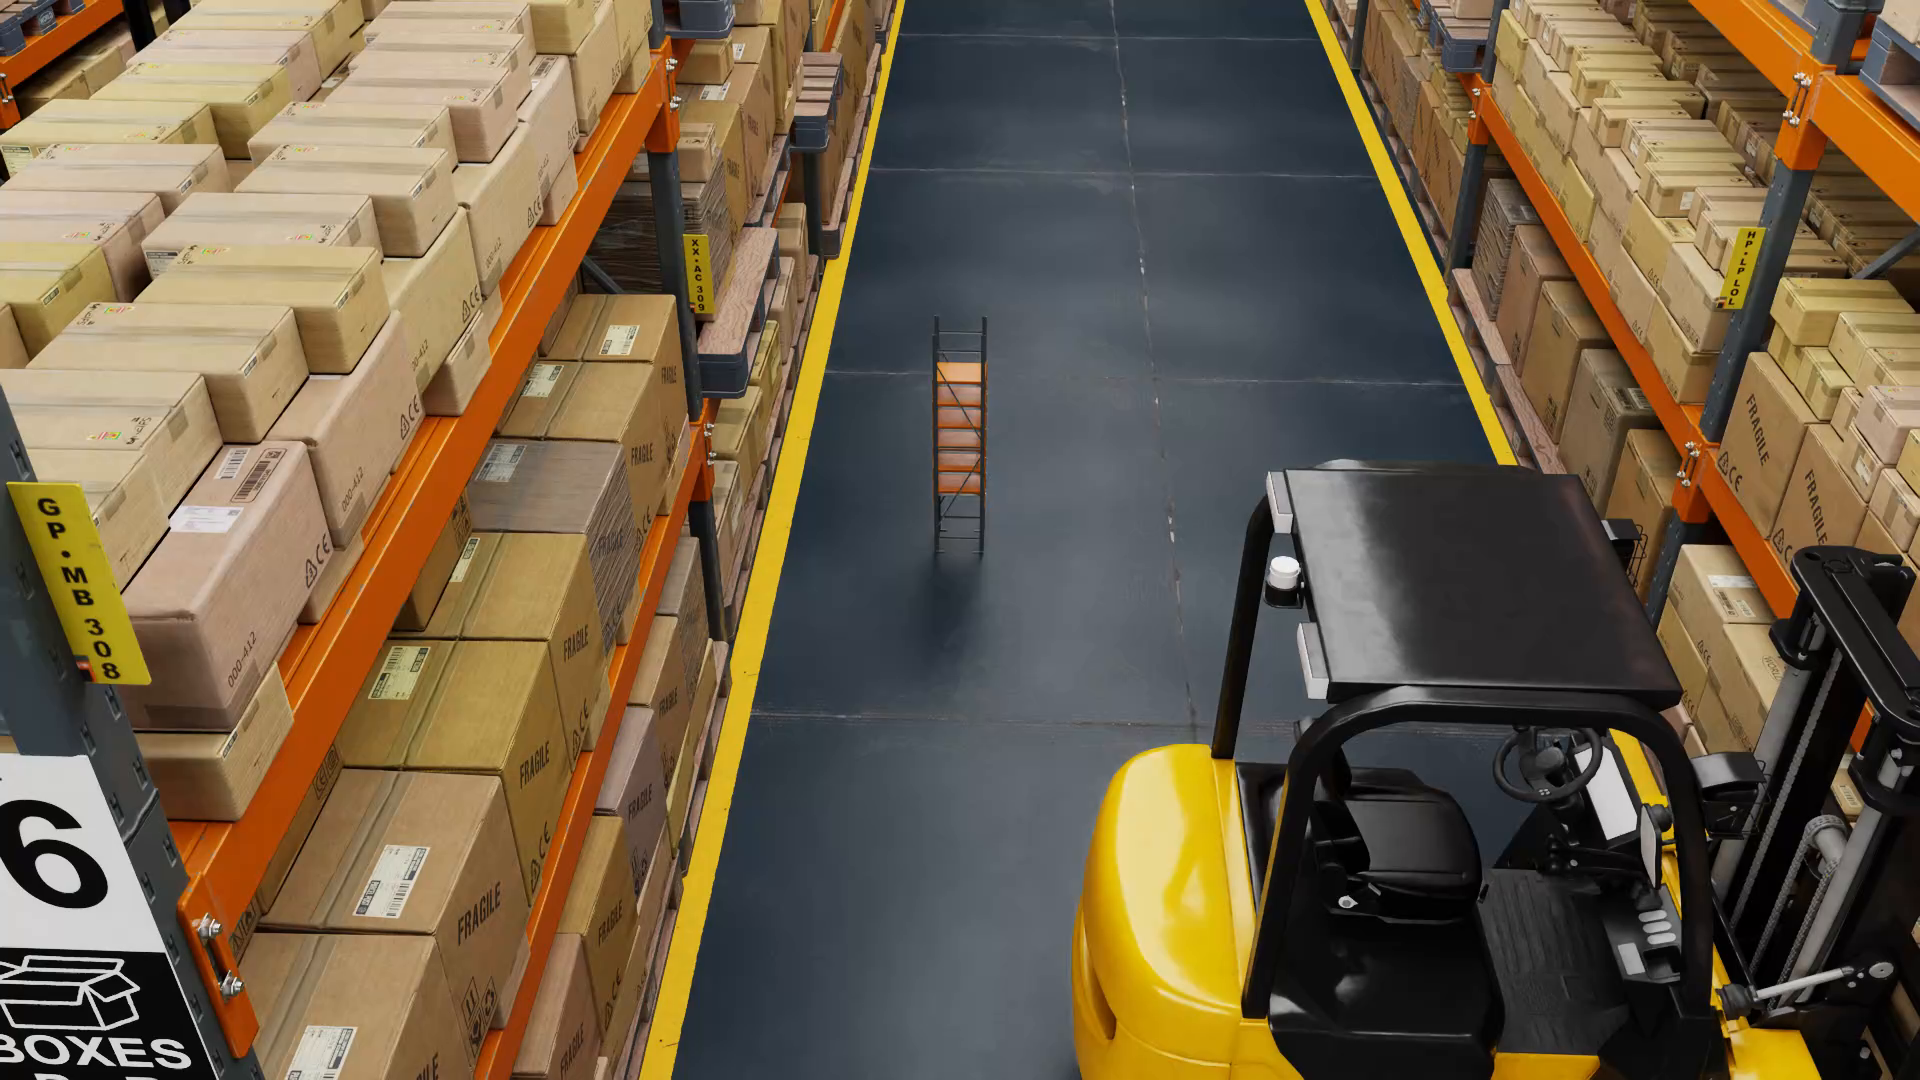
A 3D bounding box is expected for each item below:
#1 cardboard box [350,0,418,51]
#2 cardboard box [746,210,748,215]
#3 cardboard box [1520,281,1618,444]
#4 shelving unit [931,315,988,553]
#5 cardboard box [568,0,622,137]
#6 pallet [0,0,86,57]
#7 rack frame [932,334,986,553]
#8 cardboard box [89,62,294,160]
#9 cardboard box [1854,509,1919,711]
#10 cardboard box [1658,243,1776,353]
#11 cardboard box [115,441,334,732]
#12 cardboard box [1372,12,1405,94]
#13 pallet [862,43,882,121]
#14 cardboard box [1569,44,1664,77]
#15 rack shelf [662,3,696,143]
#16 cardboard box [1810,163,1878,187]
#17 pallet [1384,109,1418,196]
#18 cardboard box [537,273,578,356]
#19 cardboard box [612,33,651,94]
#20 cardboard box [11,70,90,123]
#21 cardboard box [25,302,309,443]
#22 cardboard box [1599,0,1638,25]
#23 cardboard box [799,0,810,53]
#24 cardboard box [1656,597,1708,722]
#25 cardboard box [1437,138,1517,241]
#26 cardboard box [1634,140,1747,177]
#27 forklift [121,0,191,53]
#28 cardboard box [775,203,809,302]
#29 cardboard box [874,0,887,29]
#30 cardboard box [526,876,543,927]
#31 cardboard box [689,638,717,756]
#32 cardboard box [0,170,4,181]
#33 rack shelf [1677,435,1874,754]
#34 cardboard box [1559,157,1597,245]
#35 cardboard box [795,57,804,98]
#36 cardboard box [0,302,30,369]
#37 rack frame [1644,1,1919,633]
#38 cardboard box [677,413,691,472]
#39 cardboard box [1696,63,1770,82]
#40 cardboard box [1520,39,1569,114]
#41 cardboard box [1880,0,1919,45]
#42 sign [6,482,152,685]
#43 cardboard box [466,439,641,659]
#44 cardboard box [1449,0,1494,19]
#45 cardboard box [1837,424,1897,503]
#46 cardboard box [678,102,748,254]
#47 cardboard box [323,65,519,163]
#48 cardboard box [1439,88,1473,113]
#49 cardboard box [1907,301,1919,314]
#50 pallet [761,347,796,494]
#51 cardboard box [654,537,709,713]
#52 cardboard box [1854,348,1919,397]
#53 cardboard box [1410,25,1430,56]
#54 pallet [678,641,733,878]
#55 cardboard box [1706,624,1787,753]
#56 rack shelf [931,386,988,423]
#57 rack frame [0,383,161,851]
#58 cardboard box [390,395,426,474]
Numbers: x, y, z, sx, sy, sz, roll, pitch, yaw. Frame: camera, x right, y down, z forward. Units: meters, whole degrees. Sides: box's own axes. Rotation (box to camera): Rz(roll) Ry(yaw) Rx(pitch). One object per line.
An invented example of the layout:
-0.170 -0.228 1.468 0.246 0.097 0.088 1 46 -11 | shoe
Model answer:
-1.840 -1.408 4.908 0.500 0.250 0.500 1 35 1 | cardboard box
-1.182 -1.639 7.827 0.380 0.149 0.250 2 35 2 | cardboard box
3.499 -0.929 8.663 0.875 0.625 0.625 0 35 0 | cardboard box
-0.001 -0.483 7.893 0.258 1.200 0.189 1 35 2 | shelving unit
-1.306 -1.401 4.898 0.500 0.250 0.500 1 35 1 | cardboard box
-6.405 -3.351 10.577 1.213 0.211 1.003 1 35 2 | pallet
-0.004 -0.430 7.818 0.240 1.200 0.006 1 35 2 | rack frame
-1.856 -1.046 4.045 0.380 0.149 0.250 2 35 3 | cardboard box
3.120 0.248 5.202 0.500 0.500 0.500 1 35 1 | cardboard box
3.186 -0.982 6.734 0.500 0.250 0.500 1 35 1 | cardboard box
-1.412 0.064 2.813 0.500 0.250 0.500 1 35 1 | cardboard box
3.488 -3.717 12.740 0.500 0.500 0.500 1 35 1 | cardboard box
-1.172 -3.674 13.294 1.003 0.211 1.213 1 35 2 | pallet
3.303 -2.382 8.379 0.380 0.149 0.250 2 35 2 | cardboard box
-1.457 -2.745 7.565 1.077 0.370 4.000 1 35 2 | rack shelf
3.714 -1.498 7.122 0.380 0.149 0.250 1 35 1 | cardboard box
3.702 -2.835 12.101 1.003 0.211 1.213 1 35 2 | pallet
-1.772 -0.987 5.831 0.700 0.500 0.500 1 35 1 | cardboard box
-1.245 -1.599 5.527 0.380 0.149 0.250 1 35 2 | cardboard box
-6.058 -2.864 10.873 0.500 0.250 0.500 0 35 0 | cardboard box
-1.414 -0.303 2.988 0.380 0.149 0.250 1 35 2 | cardboard box
3.772 -2.964 9.207 0.380 0.149 0.250 2 35 3 | cardboard box
-1.118 -3.028 9.239 0.500 0.500 0.500 0 35 1 | cardboard box
3.094 0.468 6.566 0.500 0.250 0.500 1 35 2 | cardboard box
3.385 -2.246 10.646 0.500 0.500 0.500 2 35 3 | cardboard box
3.220 -1.650 7.338 0.380 0.149 0.250 1 35 1 | cardboard box
-3.824 -2.042 8.607 1.130 2.935 3.031 9 36 12 | forklift
-1.410 -1.734 10.029 0.950 0.372 0.625 -1 35 -1 | cardboard box
-1.084 -4.741 14.251 0.875 0.438 0.875 1 35 1 | cardboard box
-1.357 0.957 4.498 0.380 0.149 0.250 2 35 3 | cardboard box
-1.293 0.636 6.763 0.500 0.250 0.500 3 35 4 | cardboard box
-6.562 -2.551 11.080 0.500 0.500 0.500 1 35 2 | cardboard box
3.342 0.892 4.997 1.077 0.370 4.000 1 35 2 | rack shelf
3.259 -1.656 8.127 0.500 0.250 0.500 2 35 3 | cardboard box
-1.059 -2.535 9.102 0.380 0.149 0.250 1 35 1 | cardboard box
-1.939 -0.311 3.001 0.380 0.149 0.250 1 35 1 | cardboard box
3.422 -0.551 6.425 1.000 3.000 0.127 1 35 2 | rack frame
-1.246 -0.369 6.385 0.380 0.149 0.250 1 35 1 | cardboard box
3.847 -2.227 8.159 0.380 0.149 0.250 1 35 1 | cardboard box
3.300 -2.455 8.831 0.500 0.250 0.500 2 35 3 | cardboard box
3.101 -1.637 5.129 0.380 0.149 0.250 2 35 3 | cardboard box
-1.156 0.062 2.184 0.100 0.325 0.005 1 35 2 | sign
-1.337 0.029 5.254 0.500 0.500 0.500 2 35 3 | cardboard box
3.226 -3.304 10.196 0.380 0.149 0.250 2 35 3 | cardboard box
3.071 -0.241 5.333 0.380 0.149 0.250 2 35 3 | cardboard box
-1.213 -1.548 7.134 0.500 0.500 0.500 1 35 2 | cardboard box
-1.299 -1.034 4.029 0.380 0.149 0.250 2 35 3 | cardboard box
3.384 -2.861 10.957 0.380 0.149 0.250 0 35 0 | cardboard box
3.699 -0.980 6.731 0.500 0.250 0.500 1 35 1 | cardboard box
-1.462 -0.673 9.024 1.003 0.211 1.213 1 35 2 | pallet
-1.293 0.329 6.547 0.500 0.500 0.500 1 35 1 | cardboard box
3.191 -0.504 5.448 0.380 0.149 0.250 1 35 1 | cardboard box
3.473 -3.610 12.023 0.380 0.149 0.250 3 35 4 | cardboard box
-1.529 0.864 6.837 1.003 0.211 1.213 1 35 2 | pallet
3.059 0.557 6.005 0.500 0.250 0.500 1 35 2 | cardboard box
-0.001 -0.643 7.781 0.258 0.103 0.180 1 35 2 | rack shelf
-1.698 -0.820 1.590 1.000 3.000 0.127 1 35 2 | rack frame
-1.402 -0.273 3.639 0.380 0.149 0.250 0 35 0 | cardboard box
